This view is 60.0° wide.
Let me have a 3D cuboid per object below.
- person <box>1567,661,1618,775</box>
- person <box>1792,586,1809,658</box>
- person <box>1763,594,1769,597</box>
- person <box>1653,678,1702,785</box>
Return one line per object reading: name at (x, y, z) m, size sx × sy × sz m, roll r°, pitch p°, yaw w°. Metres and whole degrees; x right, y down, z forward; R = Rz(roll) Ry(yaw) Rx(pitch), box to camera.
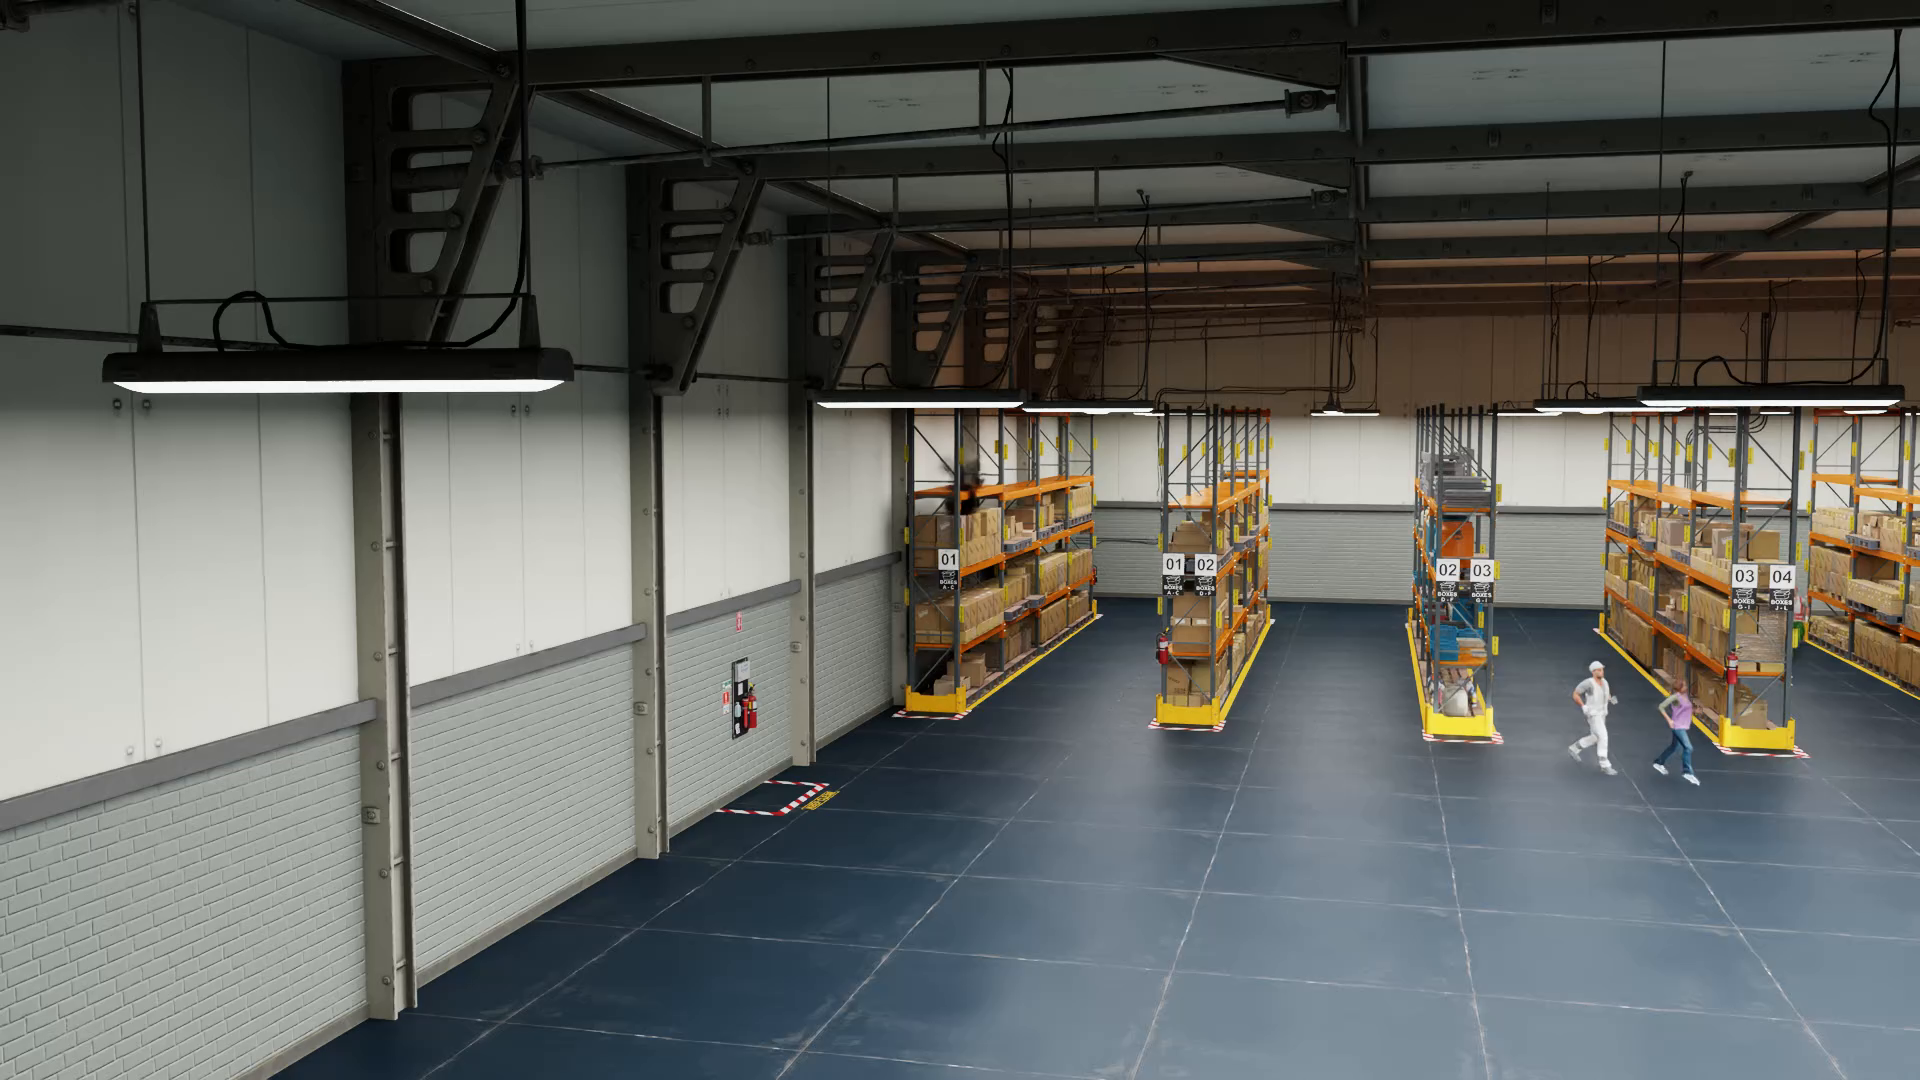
person at (10.324, 2.859, 27.041) m, size 0.638 × 1.796 × 0.923 m, roll -3°, pitch 5°, yaw -36°
person at (19.952, 1.960, 39.771) m, size 0.663 × 1.745 × 0.544 m, roll 1°, pitch 4°, yaw 18°
person at (20.729, 1.818, 43.080) m, size 0.580 × 1.570 × 0.794 m, roll 2°, pitch 5°, yaw 24°
person at (11.343, 3.002, 26.279) m, size 0.785 × 1.613 × 0.518 m, roll 4°, pitch 6°, yaw 43°
